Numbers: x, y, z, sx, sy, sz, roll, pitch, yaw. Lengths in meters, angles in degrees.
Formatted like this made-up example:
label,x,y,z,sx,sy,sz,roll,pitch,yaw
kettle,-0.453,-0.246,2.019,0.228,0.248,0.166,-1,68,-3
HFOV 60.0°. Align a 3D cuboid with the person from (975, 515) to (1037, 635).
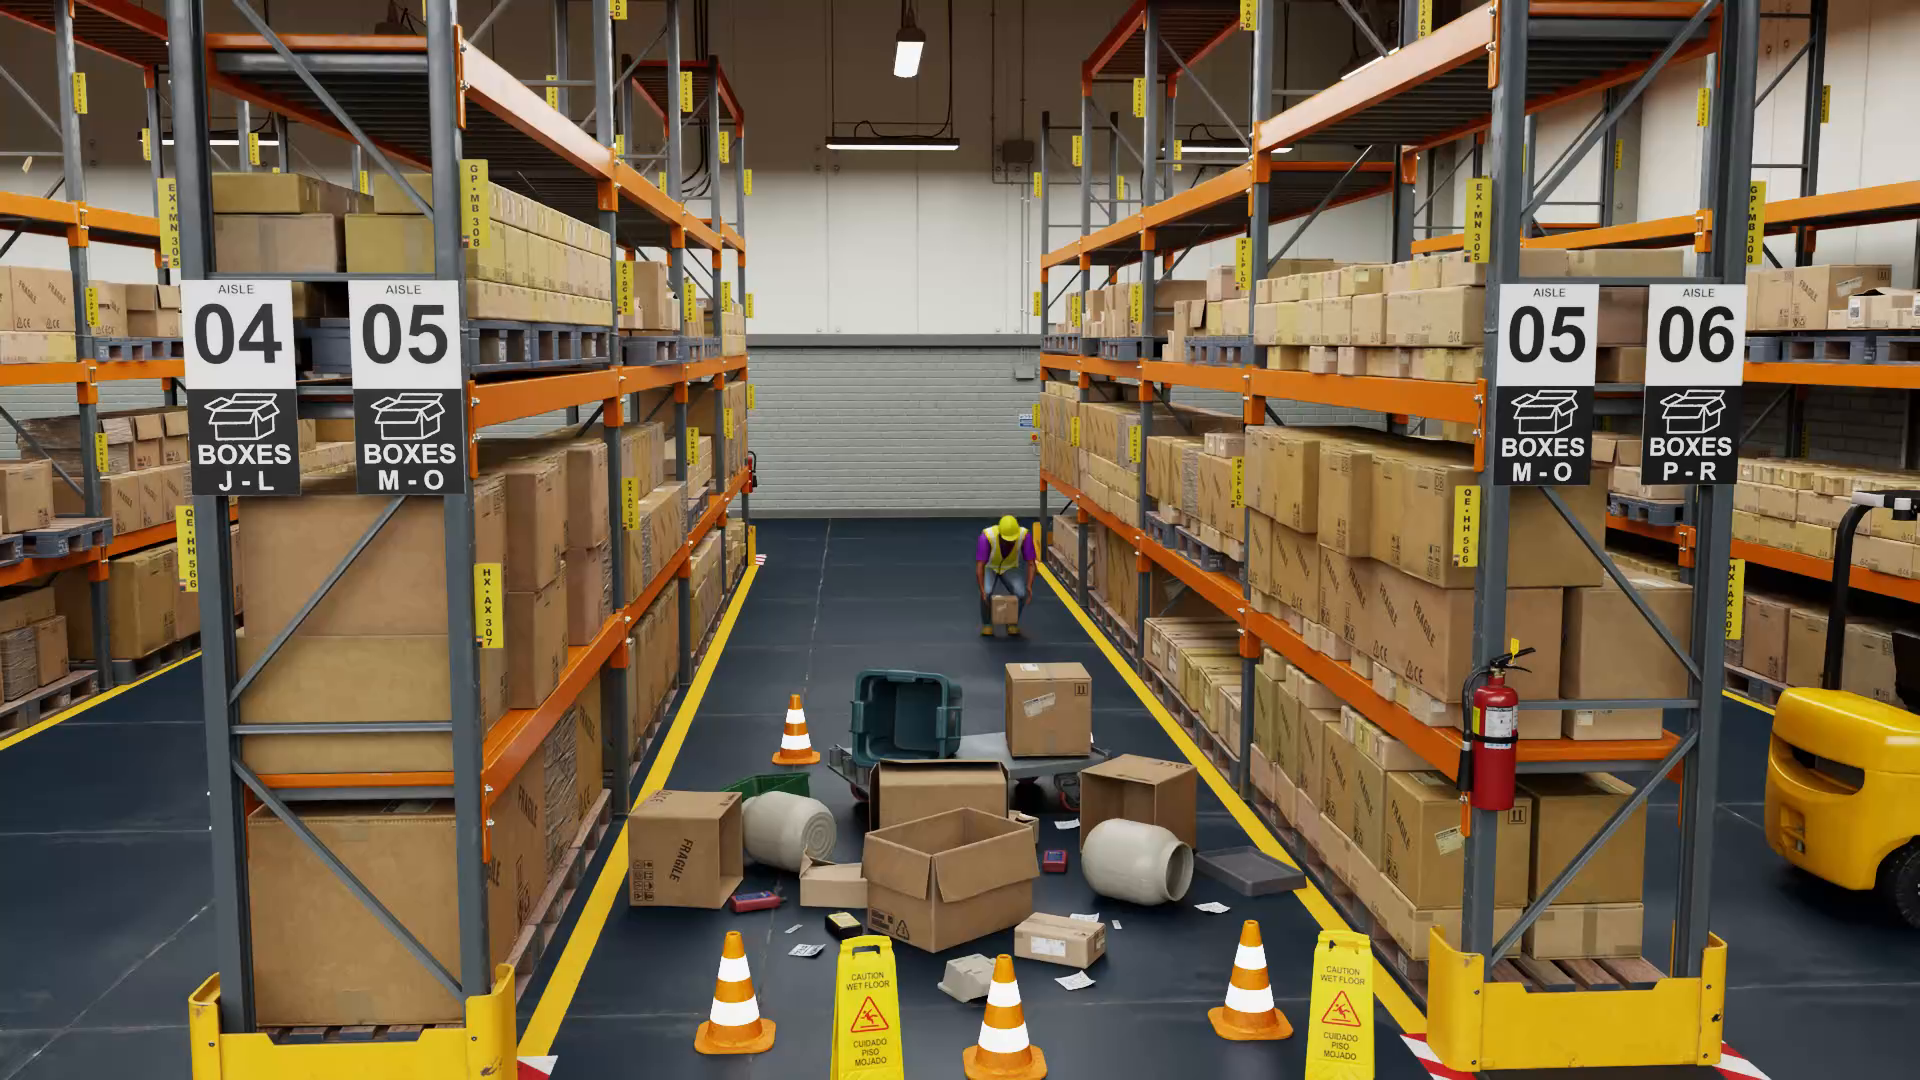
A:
label,x,y,z,sx,sy,sz,roll,pitch,yaw
person,0.457,0.343,16.913,0.626,1.260,0.822,0,7,-4
